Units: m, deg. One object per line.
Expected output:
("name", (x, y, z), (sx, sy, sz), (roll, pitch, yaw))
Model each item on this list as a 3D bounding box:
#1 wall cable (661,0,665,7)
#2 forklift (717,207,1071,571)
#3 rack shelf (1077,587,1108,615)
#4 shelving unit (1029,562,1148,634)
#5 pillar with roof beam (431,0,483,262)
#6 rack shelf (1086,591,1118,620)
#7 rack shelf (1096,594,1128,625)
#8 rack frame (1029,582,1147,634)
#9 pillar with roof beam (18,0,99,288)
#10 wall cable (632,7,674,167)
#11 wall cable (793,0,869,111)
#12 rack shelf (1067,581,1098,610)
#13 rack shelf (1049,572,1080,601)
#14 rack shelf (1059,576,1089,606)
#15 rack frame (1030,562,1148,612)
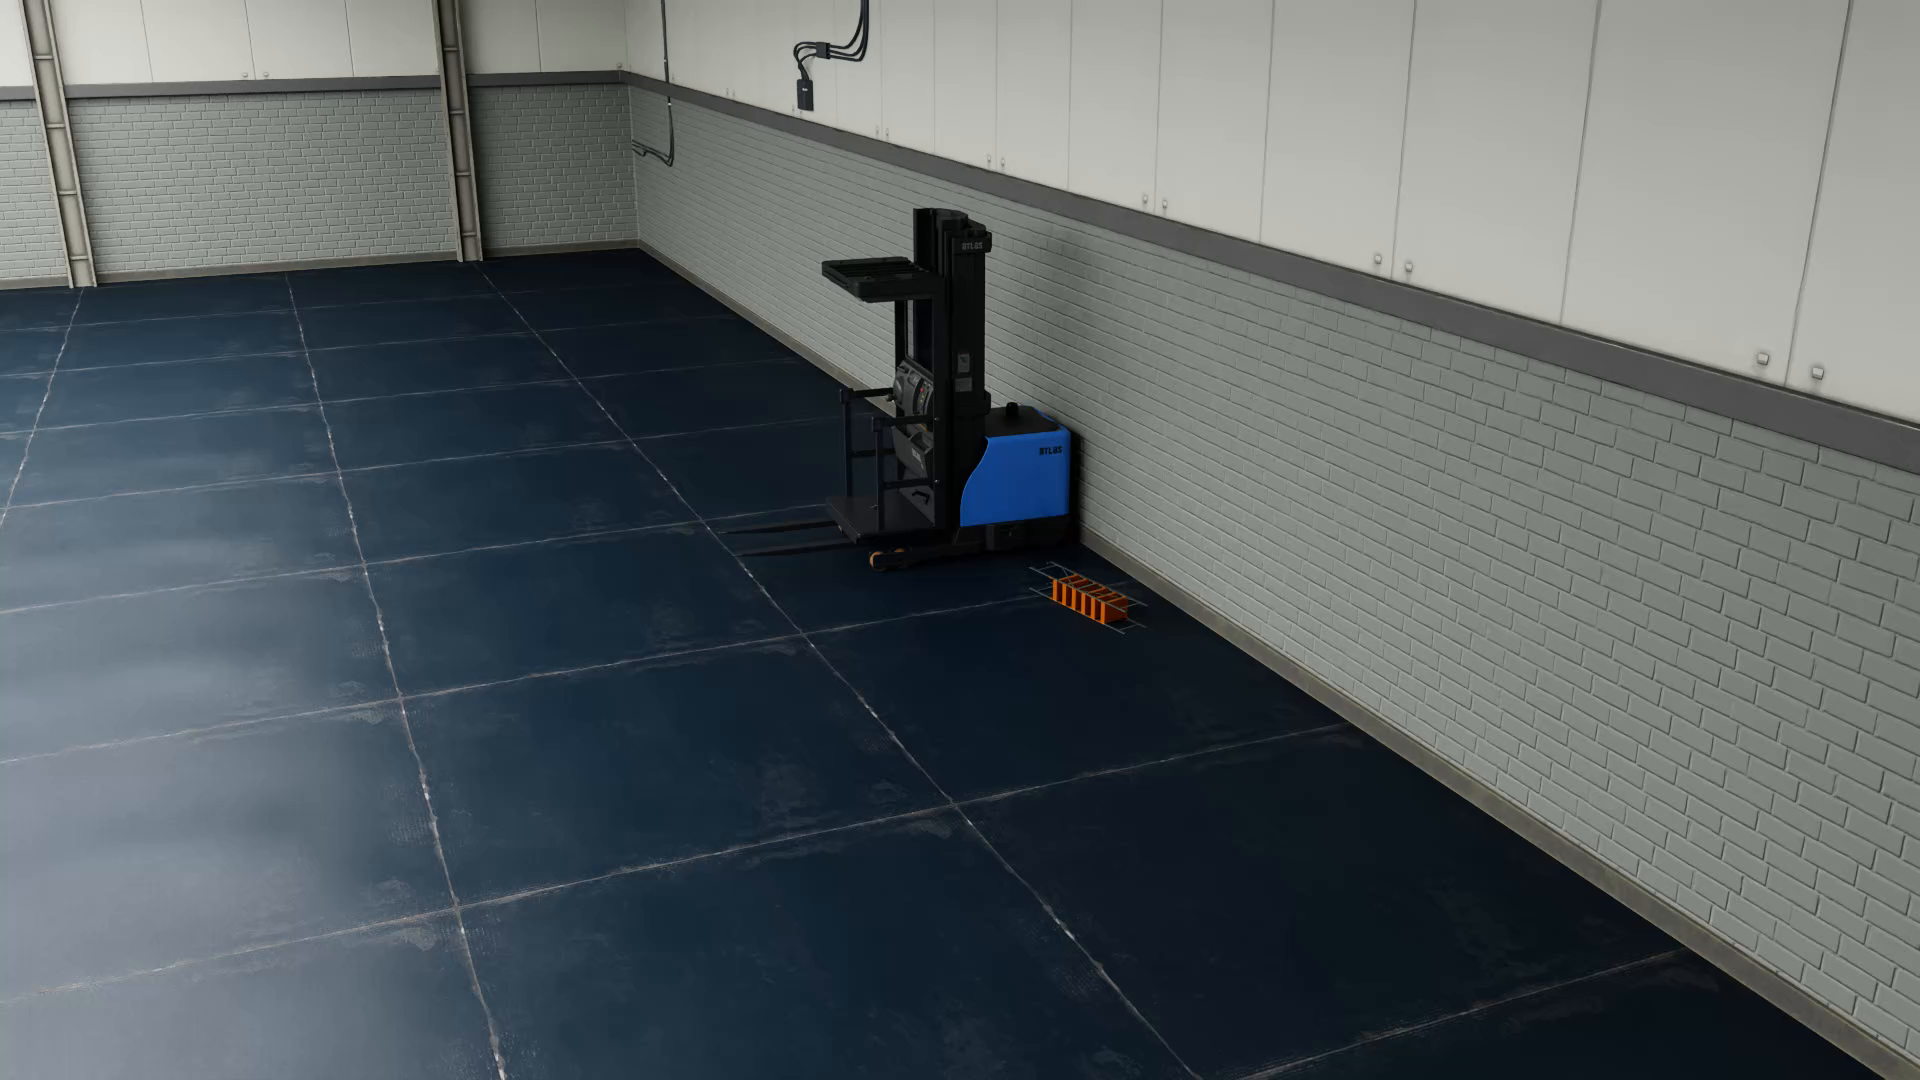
("wall cable", (-4.183, -9.176, 24.604), (0.112, 2.526, 3.097), (-8, 21, -22))
("forklift", (-0.590, -1.313, 14.339), (3.031, 2.935, 1.130), (-7, 20, -18))
("rack shelf", (1.068, 0.478, 13.370), (0.258, 0.180, 0.103), (-13, 24, -33))
("shelving unit", (1.024, 0.457, 13.428), (0.258, 0.189, 1.200), (-13, 24, -33))
("pillar with roof beam", (-6.779, -7.786, 23.586), (0.400, 9.000, 9.100), (-8, 21, -22))
("rack shelf", (1.139, 0.511, 13.278), (0.258, 0.180, 0.103), (-13, 24, -33))
("rack shelf", (1.209, 0.544, 13.187), (0.258, 0.180, 0.103), (-13, 24, -33))
("rack frame", (1.024, 0.544, 13.459), (0.240, 0.006, 1.200), (-13, 24, -33))
("pillar with roof beam", (-12.288, -6.997, 21.345), (0.400, 9.000, 9.100), (-8, 21, -22))
("wall cable", (-5.255, -7.619, 27.786), (0.112, 2.526, 3.097), (-8, 21, -22))
("wall cable", (-1.509, -7.790, 18.477), (0.169, 6.003, 2.305), (-8, 21, -22))
("rack shelf", (0.998, 0.445, 13.462), (0.258, 0.180, 0.103), (-13, 24, -33))
("rack shelf", (0.858, 0.379, 13.645), (0.258, 0.180, 0.103), (-13, 24, -33))
("rack shelf", (0.928, 0.412, 13.553), (0.258, 0.180, 0.103), (-13, 24, -33))
("rack frame", (1.025, 0.371, 13.397), (0.240, 0.006, 1.200), (-13, 24, -33))
